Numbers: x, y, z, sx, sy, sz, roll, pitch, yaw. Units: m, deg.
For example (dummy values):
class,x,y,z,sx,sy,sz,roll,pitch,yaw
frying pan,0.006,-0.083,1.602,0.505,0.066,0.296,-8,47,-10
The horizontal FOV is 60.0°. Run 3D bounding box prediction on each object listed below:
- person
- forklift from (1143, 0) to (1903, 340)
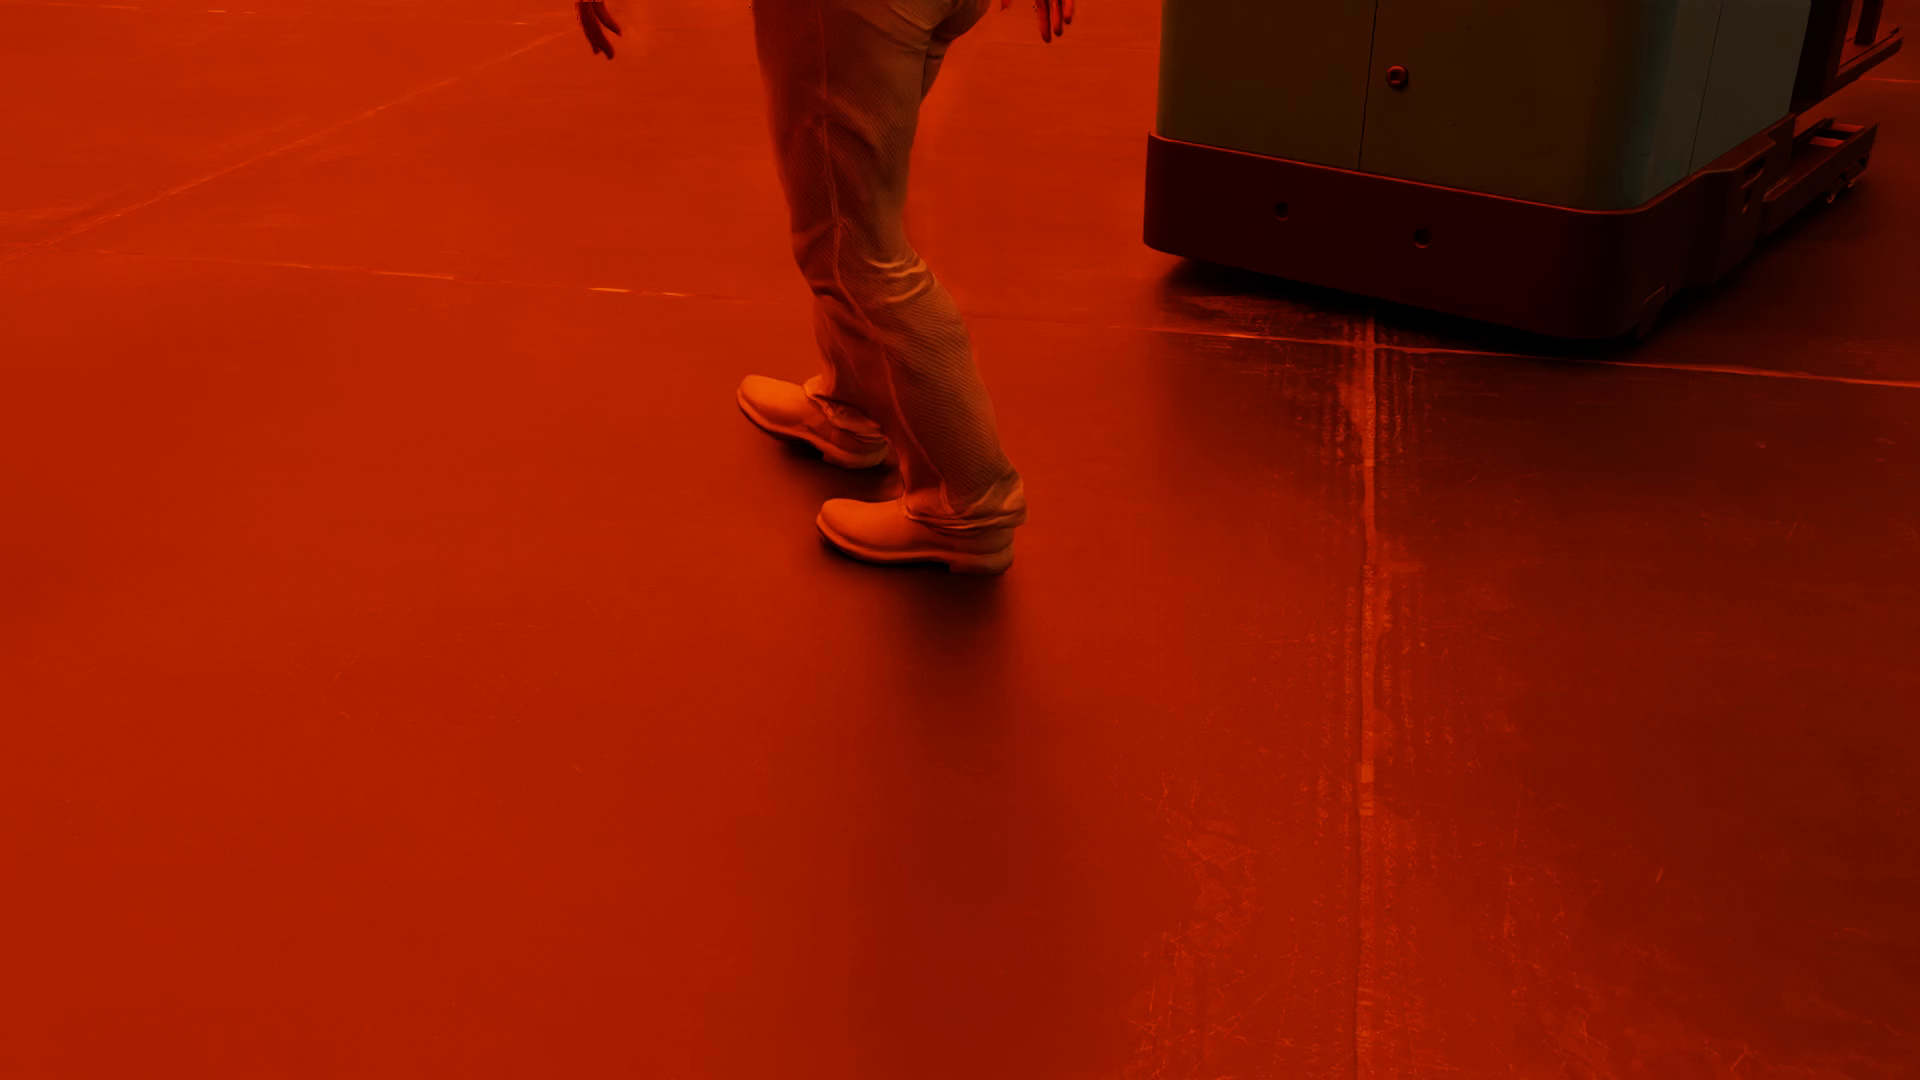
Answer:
class,x,y,z,sx,sy,sz,roll,pitch,yaw
person,-0.175,-0.824,2.220,0.672,1.742,0.705,14,30,25
forklift,1.711,-2.274,3.753,1.130,2.935,3.031,20,33,34
